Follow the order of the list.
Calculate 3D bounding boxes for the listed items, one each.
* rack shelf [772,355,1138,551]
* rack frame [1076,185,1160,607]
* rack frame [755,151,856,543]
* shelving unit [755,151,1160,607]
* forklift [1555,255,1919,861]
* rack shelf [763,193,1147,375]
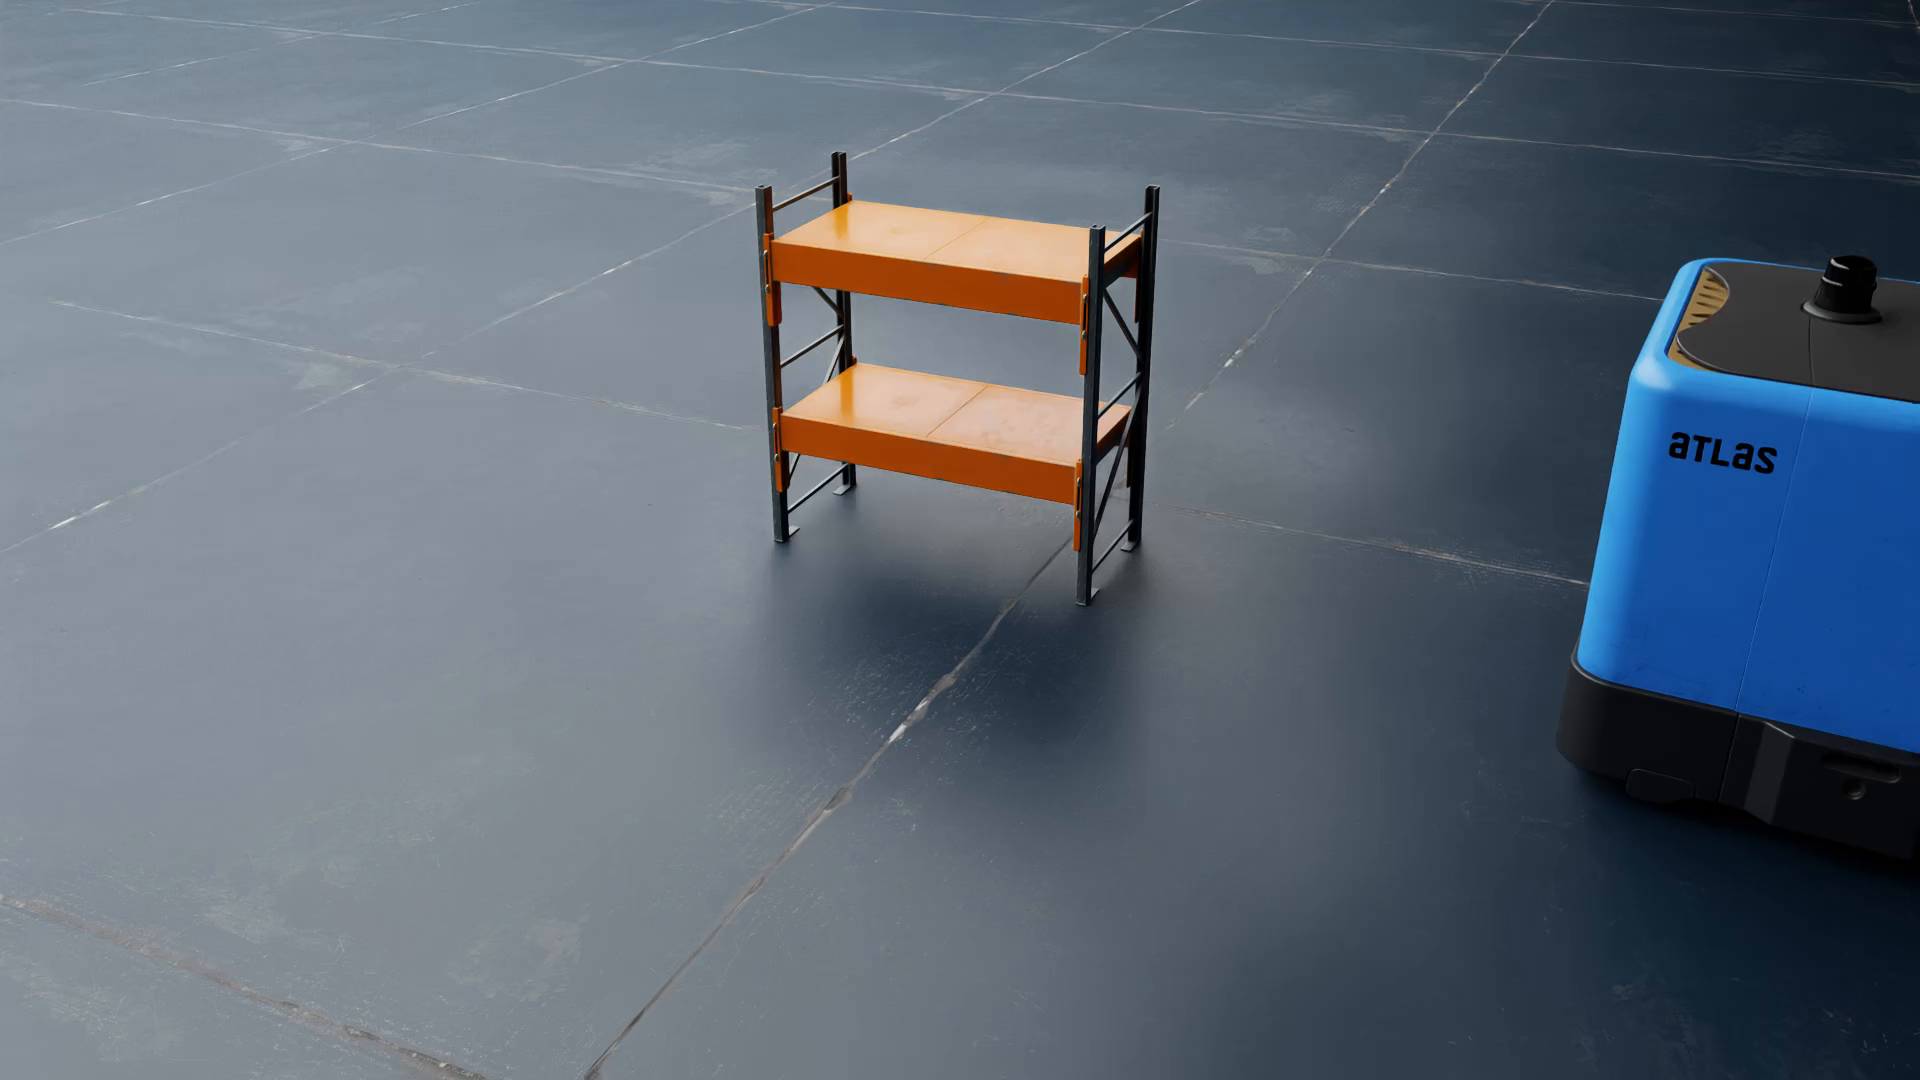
[{"bbox_3d":[-0.006,-0.287,5.112,1.000,0.278,0.538,11,28,22],"label":"rack shelf"},{"bbox_3d":[0.457,-0.413,4.815,0.032,1.125,0.500,11,28,22],"label":"rack frame"},{"bbox_3d":[-0.469,-0.599,5.193,0.032,1.125,0.500,11,28,22],"label":"rack frame"},{"bbox_3d":[-0.006,-0.506,5.004,1.048,1.125,0.538,11,28,22],"label":"shelving unit"},{"bbox_3d":[3.001,-0.612,3.174,3.031,2.935,1.130,13,29,25],"label":"forklift"},{"bbox_3d":[-0.006,-0.768,4.875,1.000,0.278,0.538,11,28,22],"label":"rack shelf"}]
